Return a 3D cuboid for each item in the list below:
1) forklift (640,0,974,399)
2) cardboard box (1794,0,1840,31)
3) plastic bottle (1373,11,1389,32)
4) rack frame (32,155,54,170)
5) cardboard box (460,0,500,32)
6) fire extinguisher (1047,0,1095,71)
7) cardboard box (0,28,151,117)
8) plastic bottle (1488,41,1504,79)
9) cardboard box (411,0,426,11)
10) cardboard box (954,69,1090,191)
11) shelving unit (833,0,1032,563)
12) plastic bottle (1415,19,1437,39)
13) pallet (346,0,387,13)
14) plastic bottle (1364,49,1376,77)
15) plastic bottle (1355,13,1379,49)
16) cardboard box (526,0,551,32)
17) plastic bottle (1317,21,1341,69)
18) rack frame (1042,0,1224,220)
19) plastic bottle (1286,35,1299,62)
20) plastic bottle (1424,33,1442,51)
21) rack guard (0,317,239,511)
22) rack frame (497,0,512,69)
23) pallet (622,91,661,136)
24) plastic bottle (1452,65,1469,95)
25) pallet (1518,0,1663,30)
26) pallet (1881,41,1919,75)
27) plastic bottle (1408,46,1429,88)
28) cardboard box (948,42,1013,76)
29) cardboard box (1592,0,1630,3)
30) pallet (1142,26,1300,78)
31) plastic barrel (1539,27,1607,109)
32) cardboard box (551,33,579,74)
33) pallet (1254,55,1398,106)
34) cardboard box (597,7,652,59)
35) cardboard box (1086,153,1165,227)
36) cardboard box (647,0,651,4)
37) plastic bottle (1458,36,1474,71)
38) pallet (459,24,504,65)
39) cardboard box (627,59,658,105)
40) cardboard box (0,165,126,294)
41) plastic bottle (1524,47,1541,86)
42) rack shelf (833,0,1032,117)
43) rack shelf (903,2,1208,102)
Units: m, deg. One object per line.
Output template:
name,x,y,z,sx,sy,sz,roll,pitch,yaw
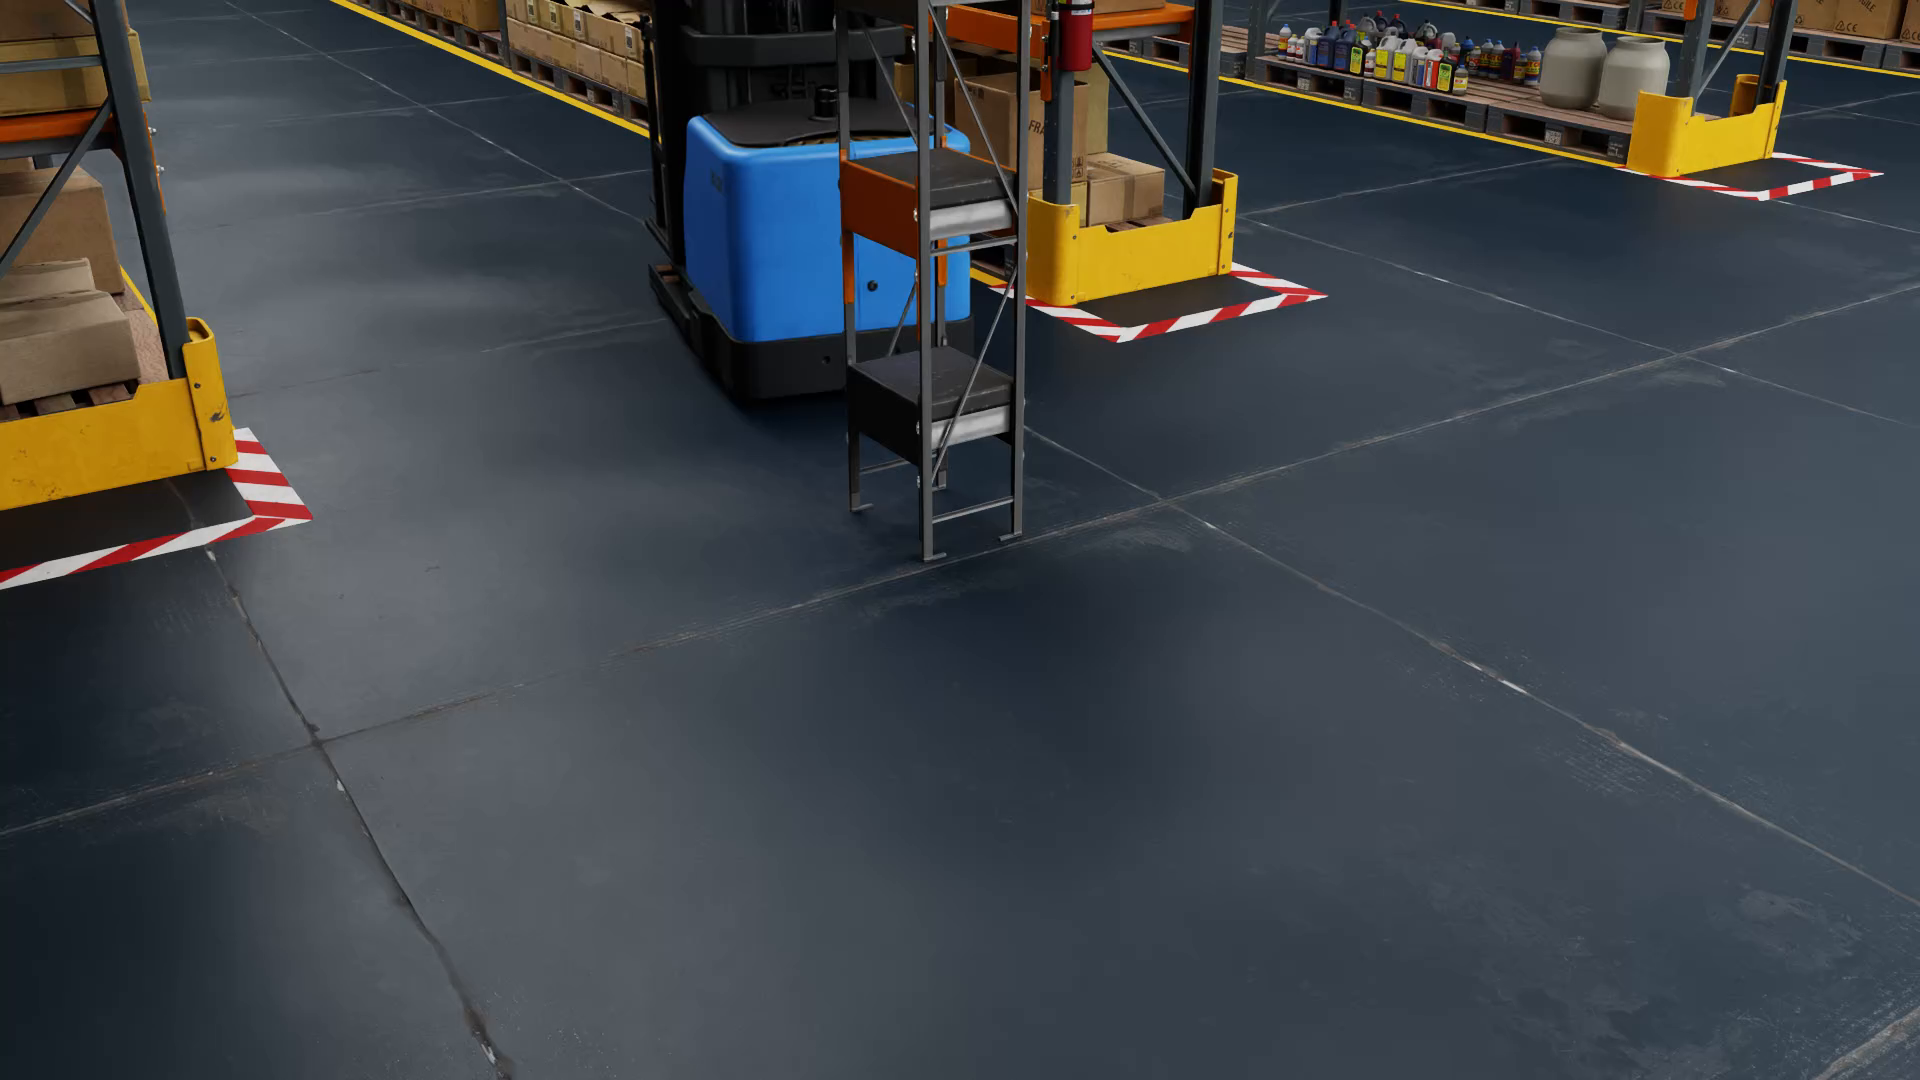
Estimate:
forklift,-0.914,-2.507,7.626,1.130,2.935,3.031,-9,27,-18
cardboard box,7.883,-4.940,15.138,0.500,0.500,0.500,-19,31,-34
plastic bottle,3.417,-4.124,13.559,0.144,0.351,0.185,-16,30,-31
rack frame,-5.476,-2.977,8.543,1.000,3.000,0.127,-16,29,-30
cardboard box,-4.219,-4.912,15.054,0.500,0.500,0.500,-14,29,-28
fire extinguisher,0.531,-2.517,7.658,0.296,0.674,0.183,-16,29,-30
cardboard box,-3.293,-1.736,6.066,0.500,0.250,0.500,-17,30,-31
plastic bottle,4.092,-3.664,12.678,0.097,0.271,0.097,0,25,0
cardboard box,-5.068,-5.464,16.224,0.500,0.500,0.500,-15,29,-29
cardboard box,0.314,-2.110,8.557,0.500,0.500,0.500,-16,29,-30
shelving unit,-0.090,-1.009,5.427,0.431,2.100,0.503,-16,29,-30
plastic bottle,3.698,-3.940,13.169,0.144,0.351,0.185,-16,29,-30
pallet,-6.069,-5.979,18.168,1.003,0.211,1.213,-16,29,-30
plastic bottle,3.155,-3.660,12.751,0.097,0.201,0.097,0,25,0
plastic bottle,3.297,-4.090,13.488,0.144,0.351,0.185,-16,29,-30
cardboard box,-3.178,-4.322,13.463,0.500,0.311,0.500,-16,30,-31
plastic bottle,2.917,-3.901,13.088,0.144,0.351,0.185,-15,29,-28
rack frame,0.856,-2.702,7.960,1.000,3.000,0.127,-16,29,-30
plastic bottle,2.686,-3.967,13.402,0.097,0.201,0.097,0,25,0
plastic bottle,3.695,-3.825,13.005,0.061,0.283,0.133,-16,29,-30
rack guard,-3.334,-0.443,6.103,1.175,0.500,0.348,-16,29,-30
rack frame,-3.511,-5.564,14.022,1.000,3.000,0.127,-16,29,-30
pallet,-1.763,-3.126,12.125,1.003,0.211,1.213,-16,29,-30
plastic bottle,3.638,-3.343,12.081,0.097,0.201,0.097,0,25,0
pallet,6.548,-5.457,17.063,1.003,0.211,1.213,-16,29,-30
pallet,8.702,-4.074,14.133,1.003,0.211,1.213,-16,29,-30
plastic bottle,3.448,-3.523,12.375,0.152,0.276,0.135,-16,30,-31
cardboard box,0.191,-2.586,9.564,0.500,0.500,0.500,-16,29,-30
cardboard box,6.657,-5.733,16.794,0.700,0.500,0.500,-18,31,-33
pallet,2.363,-4.297,14.604,1.003,0.211,1.213,-16,29,-30
plastic barrel,4.311,-3.317,11.685,0.421,0.512,0.421,0,25,0
cardboard box,-2.908,-3.890,13.206,0.500,0.250,0.500,-16,30,-31
pallet,3.156,-3.775,13.499,1.003,0.211,1.213,-16,29,-30
cardboard box,-2.349,-3.775,12.304,0.500,0.311,0.500,-16,29,-30
cardboard box,0.749,-1.892,8.974,0.500,0.250,0.500,-16,29,-30
cardboard box,-2.185,-4.088,12.969,0.500,0.311,0.500,-15,29,-28
plastic bottle,3.927,-3.772,12.908,0.097,0.271,0.097,0,25,0
pallet,-3.887,-4.578,15.201,1.003,0.211,1.213,-16,29,-30
cardboard box,-2.072,-3.341,12.043,0.500,0.250,0.500,-16,30,-30
cardboard box,-4.265,-1.361,7.533,0.700,0.500,0.500,-18,31,-33
plastic bottle,4.279,-3.541,12.419,0.097,0.271,0.097,0,25,0
rack shelf,-0.090,-1.629,5.134,0.431,0.518,0.480,-16,29,-30
rack shelf,-0.236,-3.092,9.629,1.077,0.370,4.000,-16,29,-30
